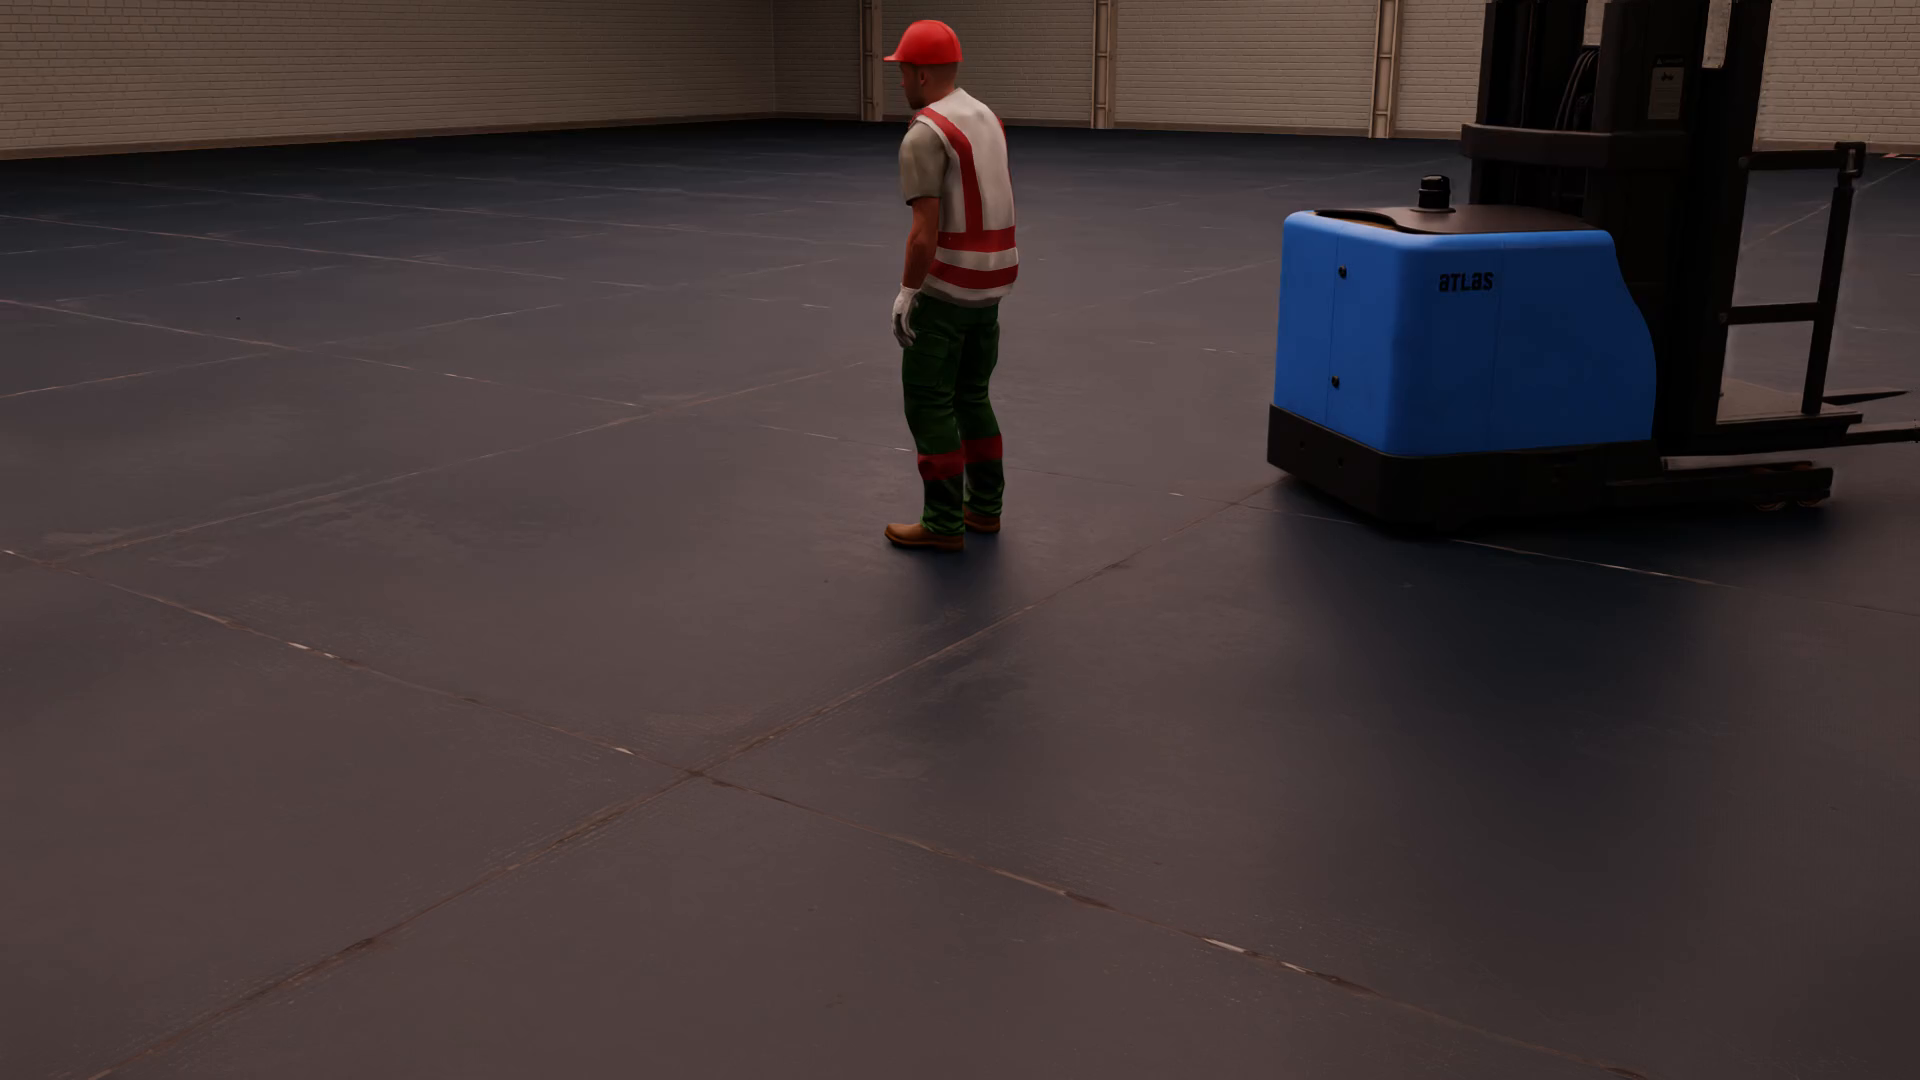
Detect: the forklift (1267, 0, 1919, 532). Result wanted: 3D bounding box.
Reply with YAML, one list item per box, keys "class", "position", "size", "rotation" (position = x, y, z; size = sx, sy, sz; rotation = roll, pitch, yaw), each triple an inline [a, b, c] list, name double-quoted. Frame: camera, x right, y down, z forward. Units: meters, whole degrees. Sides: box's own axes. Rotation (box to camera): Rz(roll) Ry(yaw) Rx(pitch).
- class: "forklift"
  position: [2.824, -1.652, 6.356]
  size: [3.031, 2.935, 1.130]
  rotation: [-5, 17, -16]

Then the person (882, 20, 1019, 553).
- class: "person"
  position: [-0.041, -0.856, 5.712]
  size: [0.450, 1.778, 0.608]
  rotation: [10, 20, 31]
